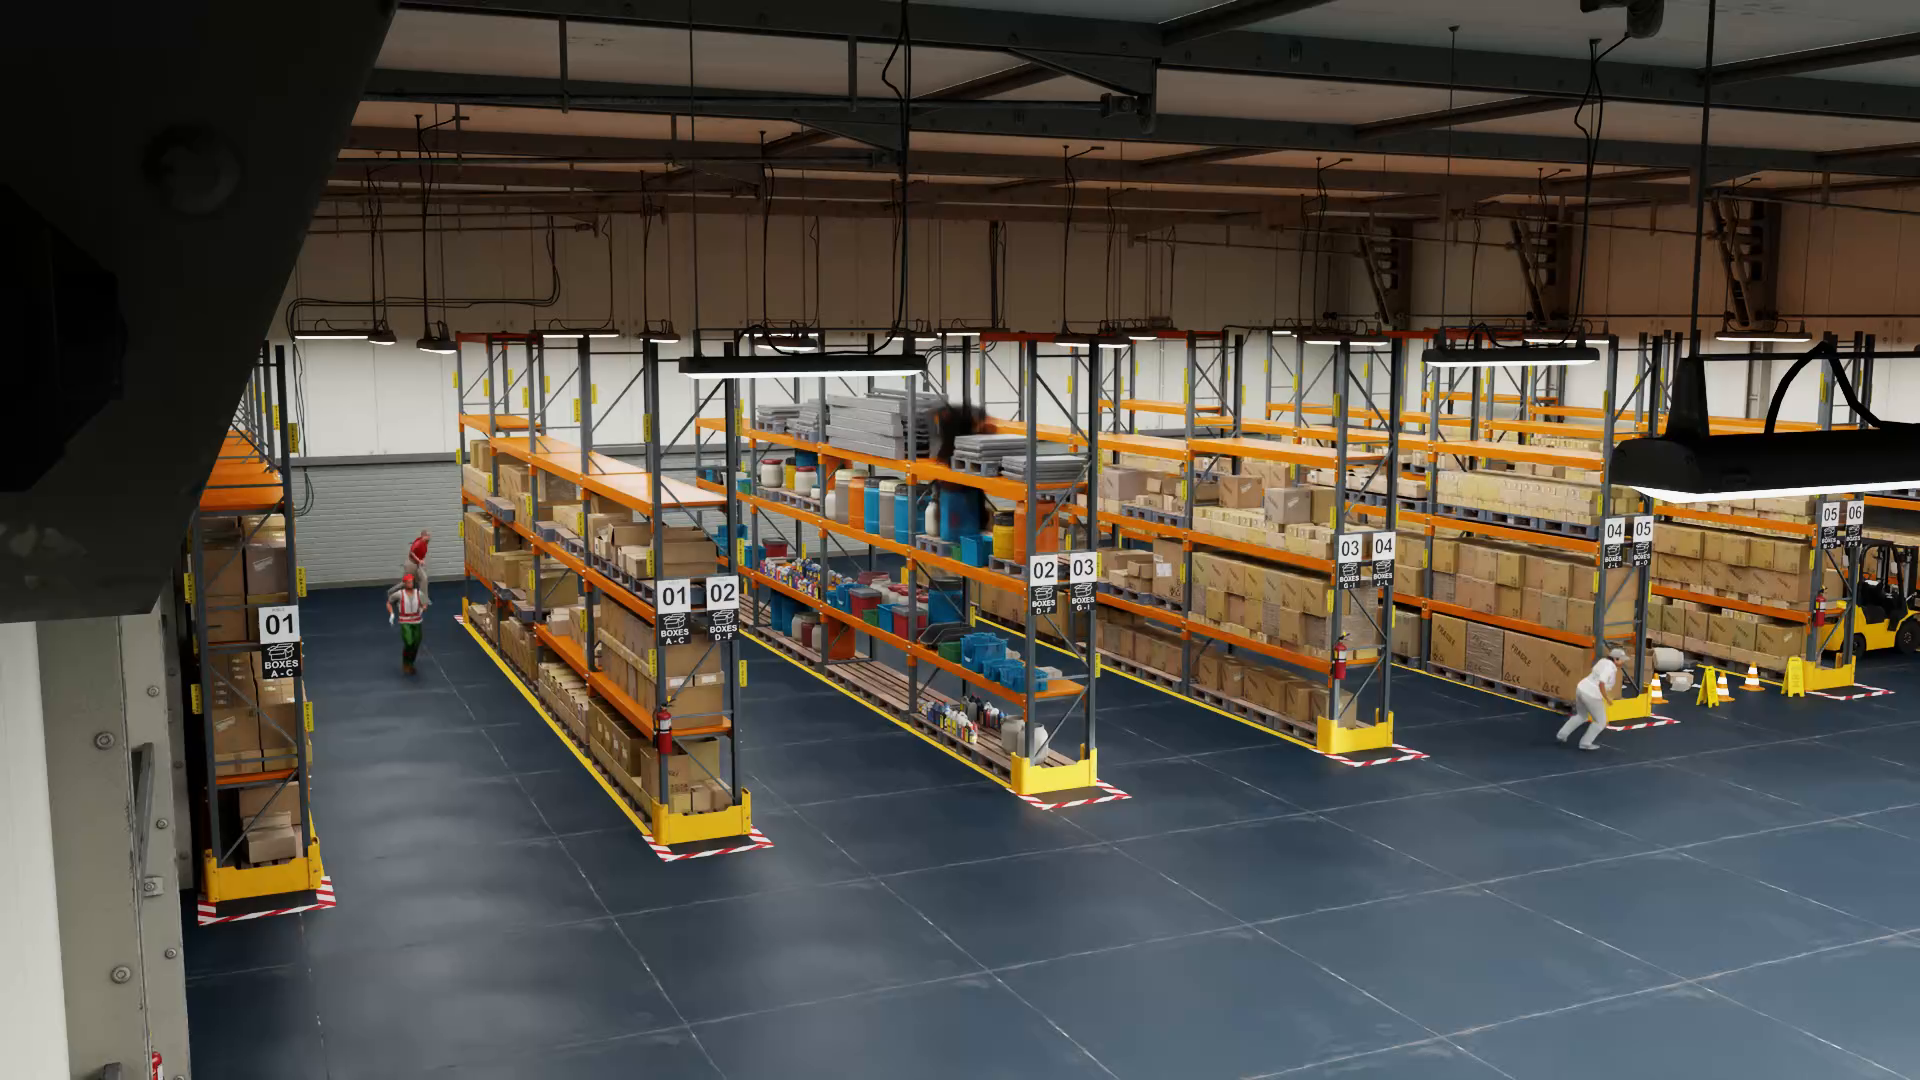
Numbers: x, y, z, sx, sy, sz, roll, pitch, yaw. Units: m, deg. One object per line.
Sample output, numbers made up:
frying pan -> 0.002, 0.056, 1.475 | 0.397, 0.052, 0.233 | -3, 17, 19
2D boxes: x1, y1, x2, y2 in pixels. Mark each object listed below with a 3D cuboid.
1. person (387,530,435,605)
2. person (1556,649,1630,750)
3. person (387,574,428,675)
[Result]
person -> -12.076, 0.623, 36.503 | 1.011, 1.696, 0.696 | -1, 8, -8
person -> 9.268, 2.312, 24.372 | 0.918, 1.514, 0.645 | 0, 8, 1
person -> -9.710, 1.491, 29.380 | 0.647, 1.783, 0.700 | -6, 10, -37
